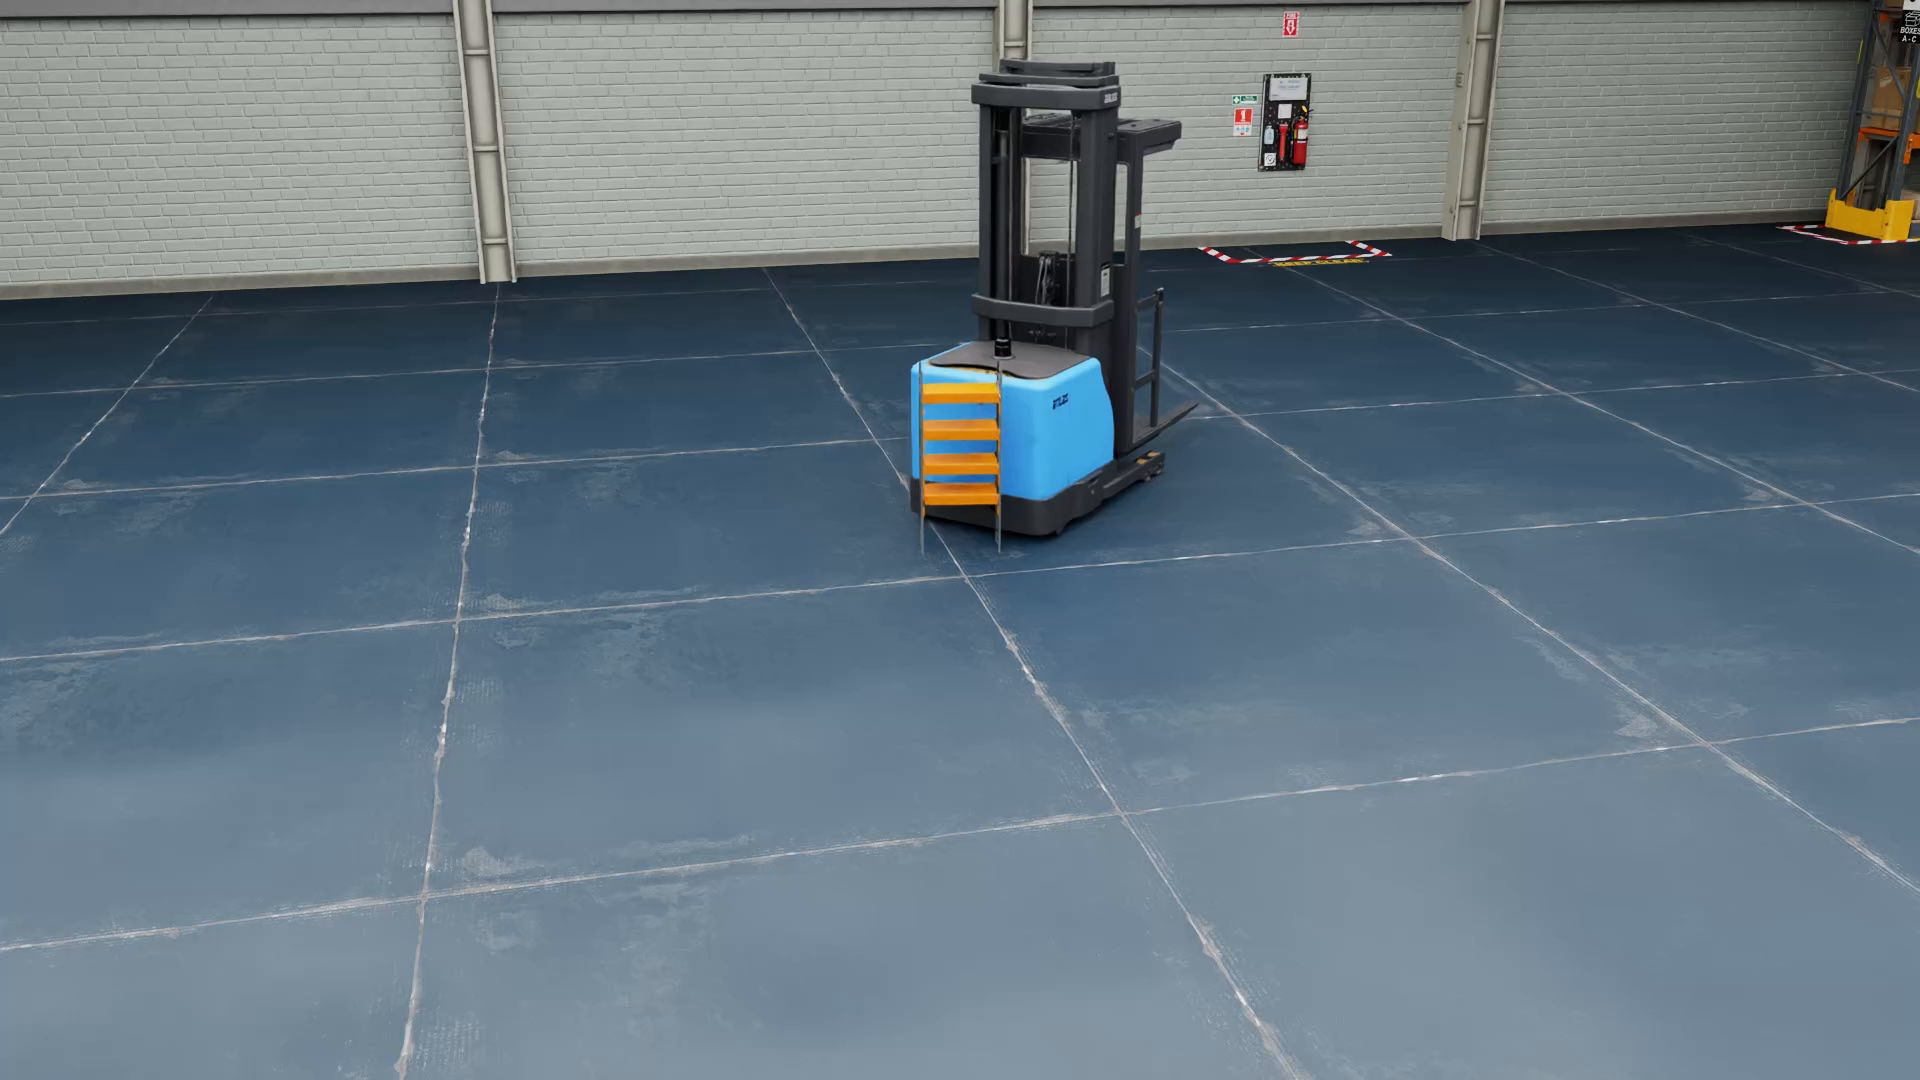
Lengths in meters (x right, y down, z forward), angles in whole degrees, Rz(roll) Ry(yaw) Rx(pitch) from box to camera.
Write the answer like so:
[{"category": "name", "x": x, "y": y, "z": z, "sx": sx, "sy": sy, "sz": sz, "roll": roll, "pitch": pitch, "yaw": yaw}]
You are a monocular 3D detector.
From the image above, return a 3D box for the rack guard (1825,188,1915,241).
[{"category": "rack guard", "x": 11.879, "y": -4.267, "z": 21.737, "sx": 0.348, "sy": 0.500, "sz": 1.175, "roll": -5, "pitch": 21, "yaw": -12}]

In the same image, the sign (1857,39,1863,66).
[{"category": "sign", "x": 11.697, "y": -6.315, "z": 21.549, "sx": 0.005, "sy": 0.325, "sz": 0.100, "roll": -5, "pitch": 21, "yaw": -12}]

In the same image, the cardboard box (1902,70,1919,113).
[{"category": "cardboard box", "x": 12.339, "y": -5.663, "z": 21.013, "sx": 0.500, "sy": 0.500, "sz": 0.500, "roll": -5, "pitch": 21, "yaw": -12}]

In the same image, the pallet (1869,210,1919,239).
[{"category": "pallet", "x": 12.678, "y": -4.184, "z": 21.930, "sx": 1.213, "sy": 0.211, "sz": 1.003, "roll": -5, "pitch": 21, "yaw": -12}]

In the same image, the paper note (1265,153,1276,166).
[{"category": "paper note", "x": 3.847, "y": -4.718, "z": 20.614, "sx": 0.142, "sy": 0.148, "sz": 0.016, "roll": -5, "pitch": 21, "yaw": -12}]

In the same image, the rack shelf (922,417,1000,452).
[{"category": "rack shelf", "x": 0.001, "y": -0.659, "z": 10.415, "sx": 0.480, "sy": 0.148, "sz": 0.258, "roll": -1, "pitch": 20, "yaw": -3}]

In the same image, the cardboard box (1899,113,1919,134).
[{"category": "cardboard box", "x": 12.353, "y": -5.306, "z": 21.129, "sx": 0.500, "sy": 0.250, "sz": 0.500, "roll": -5, "pitch": 21, "yaw": -14}]

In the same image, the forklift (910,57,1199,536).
[{"category": "forklift", "x": 0.839, "y": -1.864, "z": 11.642, "sx": 1.130, "sy": 2.935, "sz": 3.031, "roll": 11, "pitch": 23, "yaw": 28}]

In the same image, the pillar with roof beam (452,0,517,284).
[{"category": "pillar with roof beam", "x": -4.239, "y": -5.731, "z": 13.378, "sx": 0.400, "sy": 9.000, "sz": 9.100, "roll": -5, "pitch": 21, "yaw": -12}]

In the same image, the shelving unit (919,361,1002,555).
[{"category": "shelving unit", "x": 0.001, "y": -0.512, "z": 10.468, "sx": 0.503, "sy": 1.200, "sz": 0.258, "roll": -1, "pitch": 20, "yaw": -3}]

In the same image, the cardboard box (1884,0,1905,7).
[{"category": "cardboard box", "x": 12.153, "y": -7.018, "z": 21.076, "sx": 0.500, "sy": 0.500, "sz": 0.500, "roll": -3, "pitch": 20, "yaw": -9}]

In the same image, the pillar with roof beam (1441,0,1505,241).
[{"category": "pillar with roof beam", "x": 7.439, "y": -6.681, "z": 15.971, "sx": 0.400, "sy": 9.000, "sz": 9.100, "roll": -5, "pitch": 21, "yaw": -12}]

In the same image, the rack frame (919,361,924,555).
[{"category": "rack frame", "x": -0.243, "y": -0.508, "z": 10.457, "sx": 0.015, "sy": 1.200, "sz": 0.240, "roll": -1, "pitch": 20, "yaw": -3}]

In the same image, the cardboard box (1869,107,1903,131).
[{"category": "cardboard box", "x": 12.216, "y": -5.476, "z": 21.592, "sx": 0.500, "sy": 0.250, "sz": 0.500, "roll": -4, "pitch": 21, "yaw": -12}]

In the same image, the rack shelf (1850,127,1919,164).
[{"category": "rack shelf", "x": 13.752, "y": -5.256, "z": 21.847, "sx": 4.000, "sy": 0.370, "sz": 1.077, "roll": -5, "pitch": 21, "yaw": -12}]

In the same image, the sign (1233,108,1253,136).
[{"category": "sign", "x": 3.473, "y": -5.130, "z": 20.406, "sx": 0.234, "sy": 0.329, "sz": 0.001, "roll": -5, "pitch": 21, "yaw": -12}]

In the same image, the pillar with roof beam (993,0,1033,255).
[{"category": "pillar with roof beam", "x": 1.600, "y": -6.206, "z": 14.674, "sx": 0.400, "sy": 9.000, "sz": 9.100, "roll": -5, "pitch": 21, "yaw": -12}]

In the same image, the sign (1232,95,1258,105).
[{"category": "sign", "x": 3.479, "y": -5.376, "z": 20.308, "sx": 0.331, "sy": 0.109, "sz": 0.001, "roll": -5, "pitch": 21, "yaw": -12}]

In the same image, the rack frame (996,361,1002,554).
[{"category": "rack frame", "x": 0.245, "y": -0.517, "z": 10.480, "sx": 0.015, "sy": 1.200, "sz": 0.240, "roll": -1, "pitch": 20, "yaw": -3}]

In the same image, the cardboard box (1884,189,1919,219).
[{"category": "cardboard box", "x": 12.499, "y": -4.404, "z": 21.745, "sx": 0.500, "sy": 0.311, "sz": 0.500, "roll": -7, "pitch": 21, "yaw": -19}]

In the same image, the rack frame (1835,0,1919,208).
[{"category": "rack frame", "x": 11.805, "y": -5.435, "z": 21.291, "sx": 0.127, "sy": 3.000, "sz": 1.000, "roll": -5, "pitch": 21, "yaw": -12}]

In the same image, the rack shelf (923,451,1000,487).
[{"category": "rack shelf", "x": 0.001, "y": -0.449, "z": 10.492, "sx": 0.480, "sy": 0.148, "sz": 0.258, "roll": -1, "pitch": 20, "yaw": -3}]

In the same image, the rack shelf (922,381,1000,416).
[{"category": "rack shelf", "x": 0.001, "y": -0.881, "z": 10.333, "sx": 0.480, "sy": 0.148, "sz": 0.258, "roll": -1, "pitch": 20, "yaw": -3}]

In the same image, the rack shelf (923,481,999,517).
[{"category": "rack shelf", "x": 0.001, "y": -0.263, "z": 10.560, "sx": 0.480, "sy": 0.148, "sz": 0.258, "roll": -1, "pitch": 20, "yaw": -3}]

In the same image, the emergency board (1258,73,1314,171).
[{"category": "emergency board", "x": 4.035, "y": -5.122, "z": 20.437, "sx": 0.643, "sy": 1.169, "sz": 0.194, "roll": -5, "pitch": 21, "yaw": -12}]

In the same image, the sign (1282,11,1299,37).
[{"category": "sign", "x": 4.004, "y": -6.244, "z": 20.128, "sx": 0.199, "sy": 0.298, "sz": 0.001, "roll": -5, "pitch": 21, "yaw": -12}]

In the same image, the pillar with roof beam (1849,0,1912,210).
[{"category": "pillar with roof beam", "x": 13.278, "y": -7.156, "z": 17.267, "sx": 0.400, "sy": 9.000, "sz": 9.100, "roll": -5, "pitch": 21, "yaw": -12}]

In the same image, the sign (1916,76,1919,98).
[{"category": "sign", "x": 11.930, "y": -5.660, "z": 20.646, "sx": 0.005, "sy": 0.325, "sz": 0.100, "roll": -5, "pitch": 21, "yaw": -12}]

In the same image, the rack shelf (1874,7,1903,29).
[{"category": "rack shelf", "x": 13.752, "y": -6.664, "z": 21.331, "sx": 4.000, "sy": 0.370, "sz": 1.077, "roll": -5, "pitch": 21, "yaw": -12}]

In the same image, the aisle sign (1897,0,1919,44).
[{"category": "aisle sign", "x": 11.804, "y": -6.550, "z": 20.554, "sx": 0.004, "sy": 0.787, "sz": 0.394, "roll": -5, "pitch": 21, "yaw": -12}]

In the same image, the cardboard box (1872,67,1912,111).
[{"category": "cardboard box", "x": 12.215, "y": -5.835, "z": 21.481, "sx": 0.500, "sy": 0.500, "sz": 0.500, "roll": -5, "pitch": 21, "yaw": -13}]
